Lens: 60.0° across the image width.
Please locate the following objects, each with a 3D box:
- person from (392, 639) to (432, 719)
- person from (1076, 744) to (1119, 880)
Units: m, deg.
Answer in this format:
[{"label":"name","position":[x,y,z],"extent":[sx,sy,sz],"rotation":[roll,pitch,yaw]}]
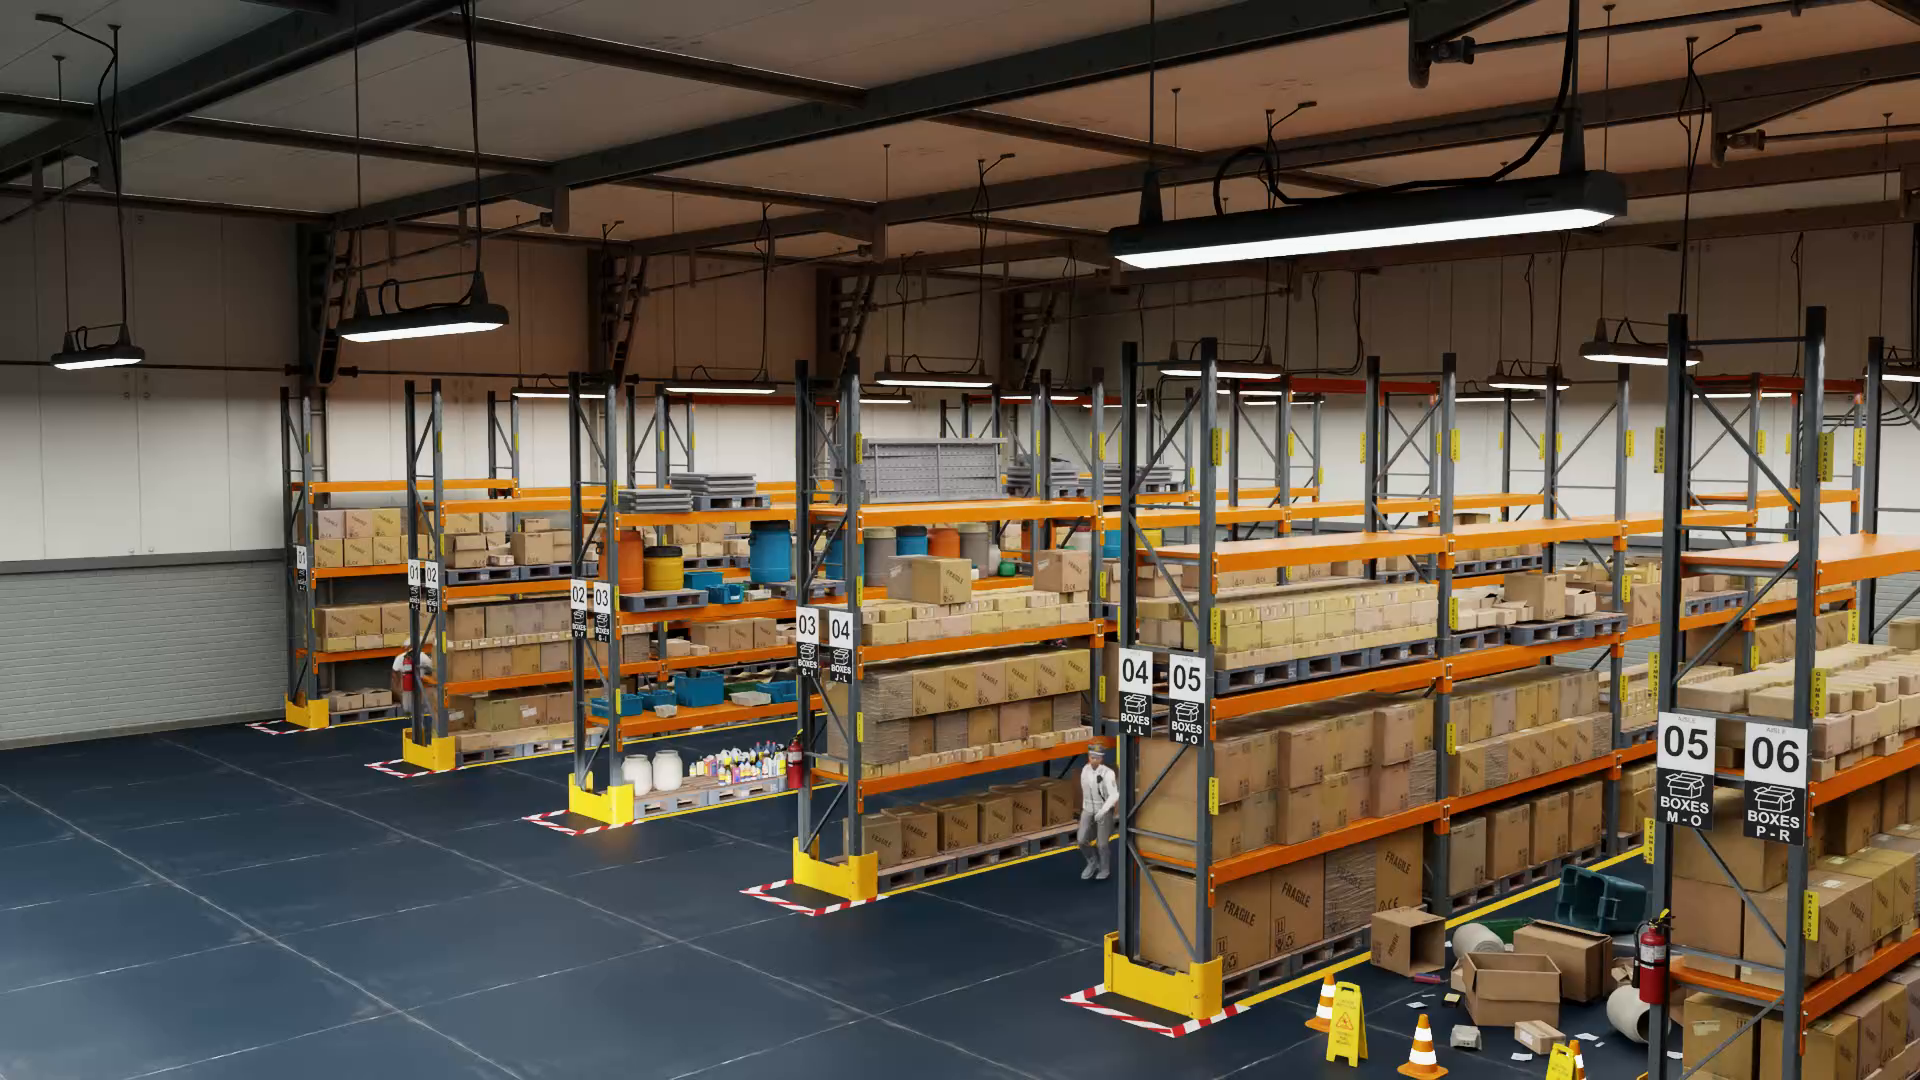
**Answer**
[{"label":"person","position":[-9.305,2.509,28.347],"extent":[0.701,1.714,0.761],"rotation":[0,4,3]},{"label":"person","position":[1.576,3.125,19.007],"extent":[0.570,1.619,0.779],"rotation":[2,4,28]}]
